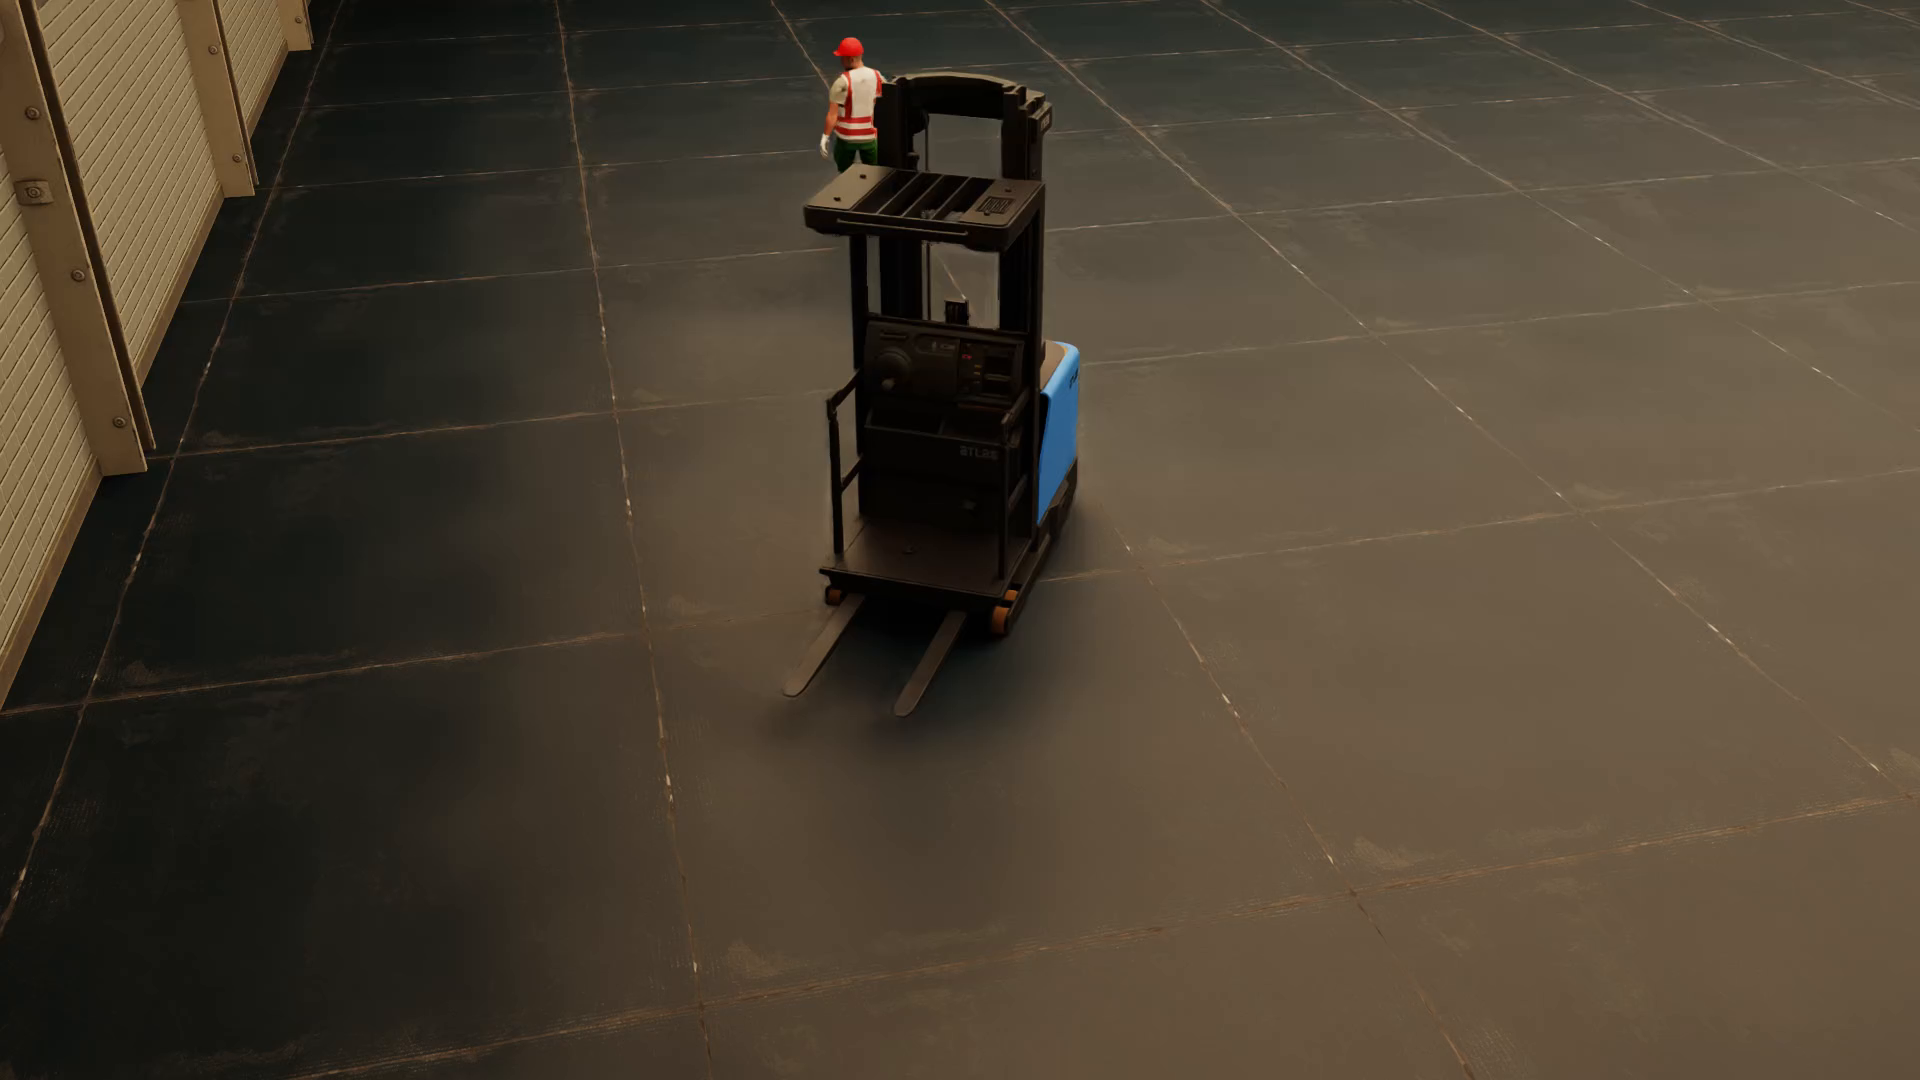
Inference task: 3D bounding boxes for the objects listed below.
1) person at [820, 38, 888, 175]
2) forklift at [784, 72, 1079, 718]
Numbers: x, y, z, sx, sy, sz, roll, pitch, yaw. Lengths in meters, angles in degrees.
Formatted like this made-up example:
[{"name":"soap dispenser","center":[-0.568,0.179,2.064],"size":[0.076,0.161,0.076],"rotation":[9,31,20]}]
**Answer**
[{"name":"person","center":[-0.983,-3.726,15.214],"size":[0.711,1.726,0.614],"rotation":[-9,31,-14]},{"name":"forklift","center":[-0.155,-0.945,9.207],"size":[1.130,2.935,3.031],"rotation":[9,31,15]}]
